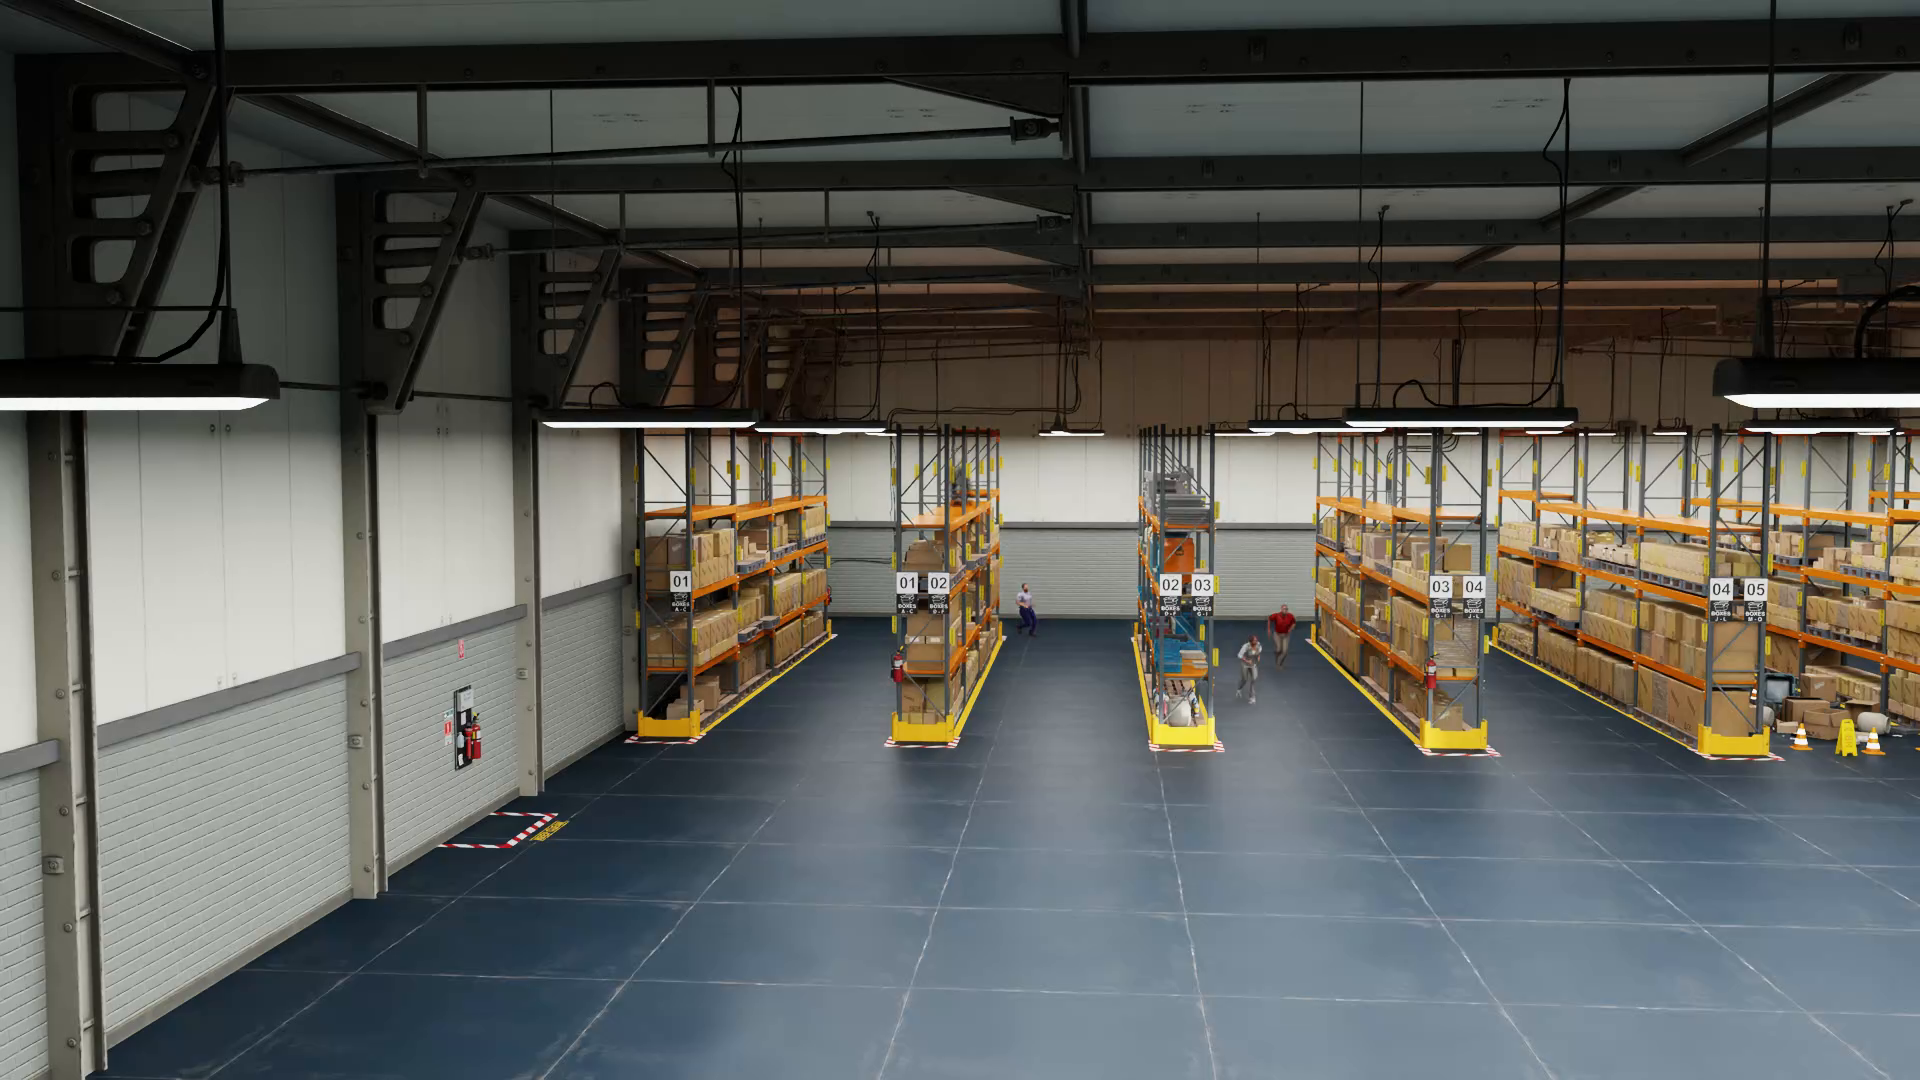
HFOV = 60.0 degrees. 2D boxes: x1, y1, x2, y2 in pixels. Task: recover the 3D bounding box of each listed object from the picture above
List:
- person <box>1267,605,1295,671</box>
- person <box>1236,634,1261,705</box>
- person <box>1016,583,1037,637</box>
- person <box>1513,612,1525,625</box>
[{"bbox_3d":[7.956,2.412,41.083,0.653,1.654,0.745,0,3,-7],"label":"person"},{"bbox_3d":[6.247,2.783,36.140,0.579,1.546,0.895,-1,4,-18],"label":"person"},{"bbox_3d":[1.878,2.026,48.082,0.564,1.572,0.618,3,4,36],"label":"person"},{"bbox_3d":[16.062,2.008,47.460,0.611,1.655,0.609,-1,4,-14],"label":"person"}]
